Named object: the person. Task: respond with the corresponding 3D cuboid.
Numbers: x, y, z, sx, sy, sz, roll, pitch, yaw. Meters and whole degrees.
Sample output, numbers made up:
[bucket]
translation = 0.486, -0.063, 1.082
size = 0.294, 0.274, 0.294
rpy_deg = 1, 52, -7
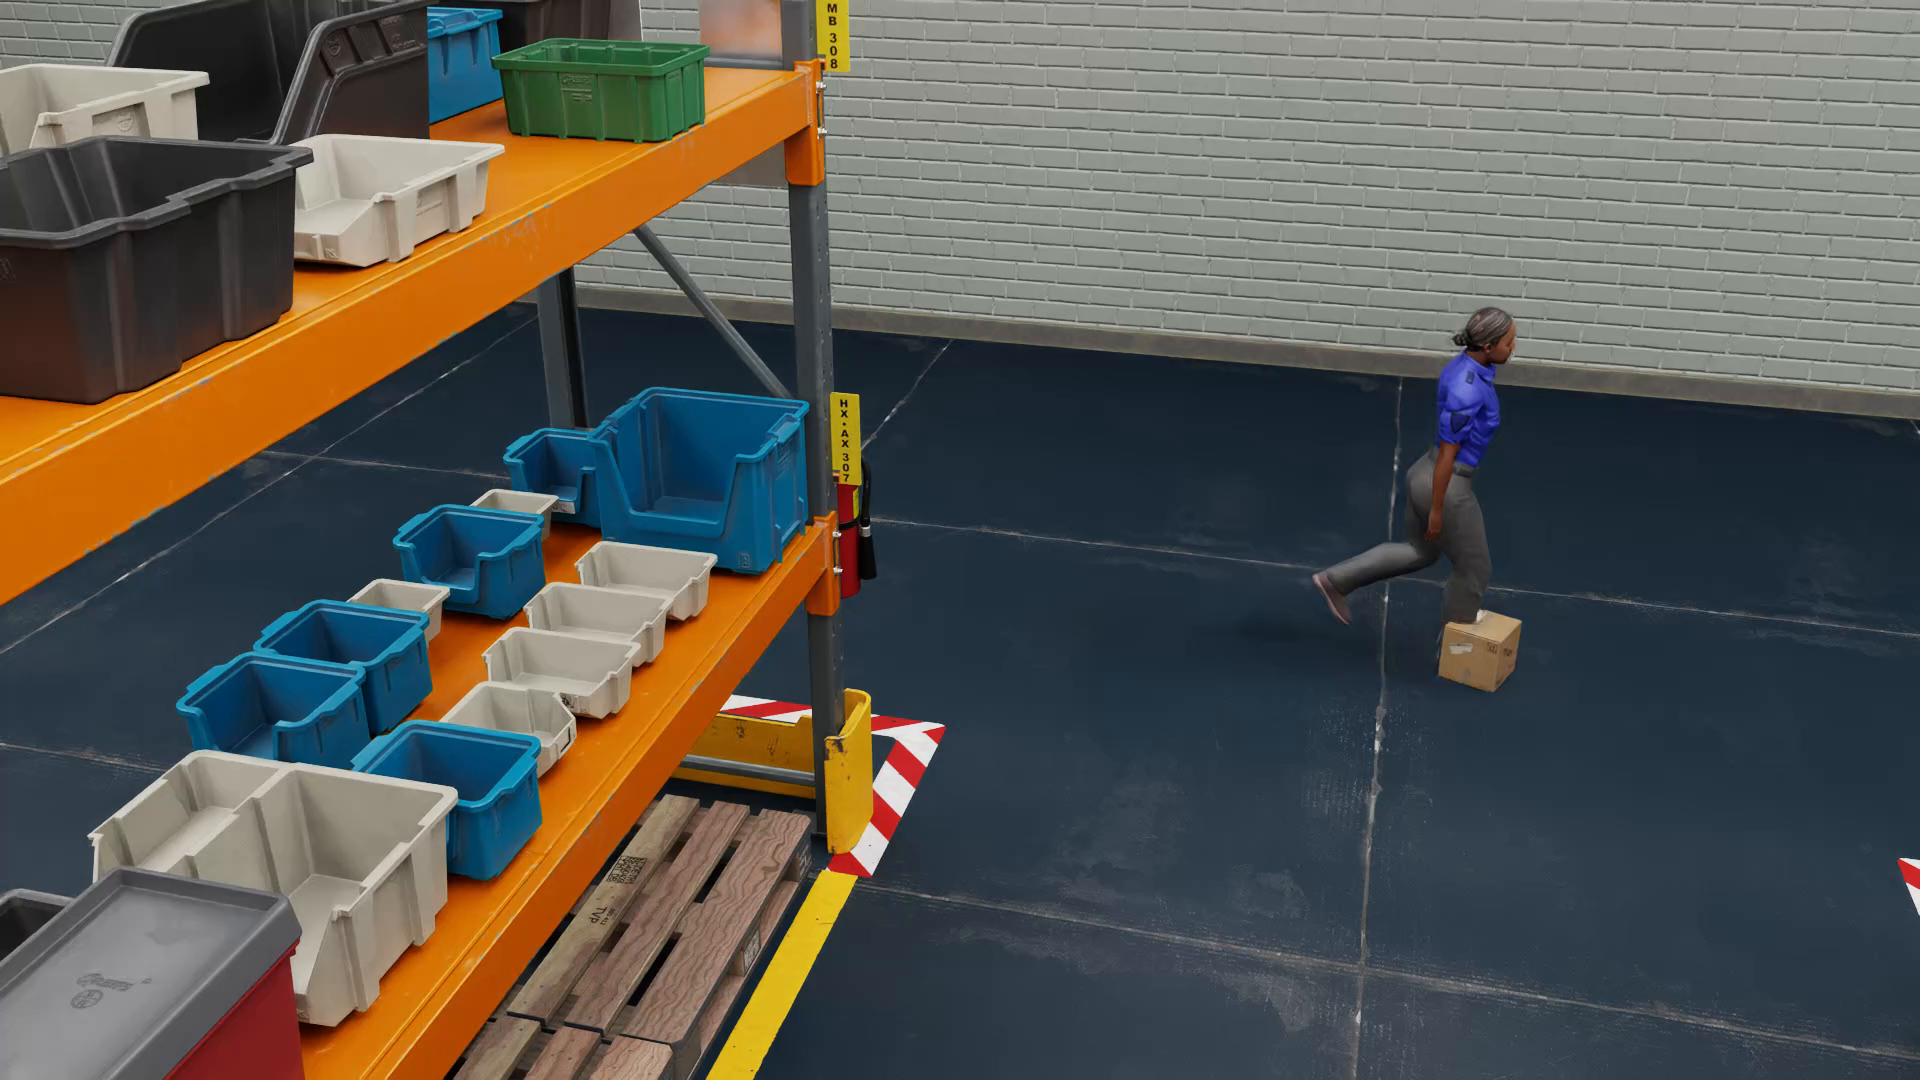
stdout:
[person]
translation = 1.992, -0.242, 7.116
size = 0.863, 1.609, 0.453
rpy_deg = 5, 26, 10
